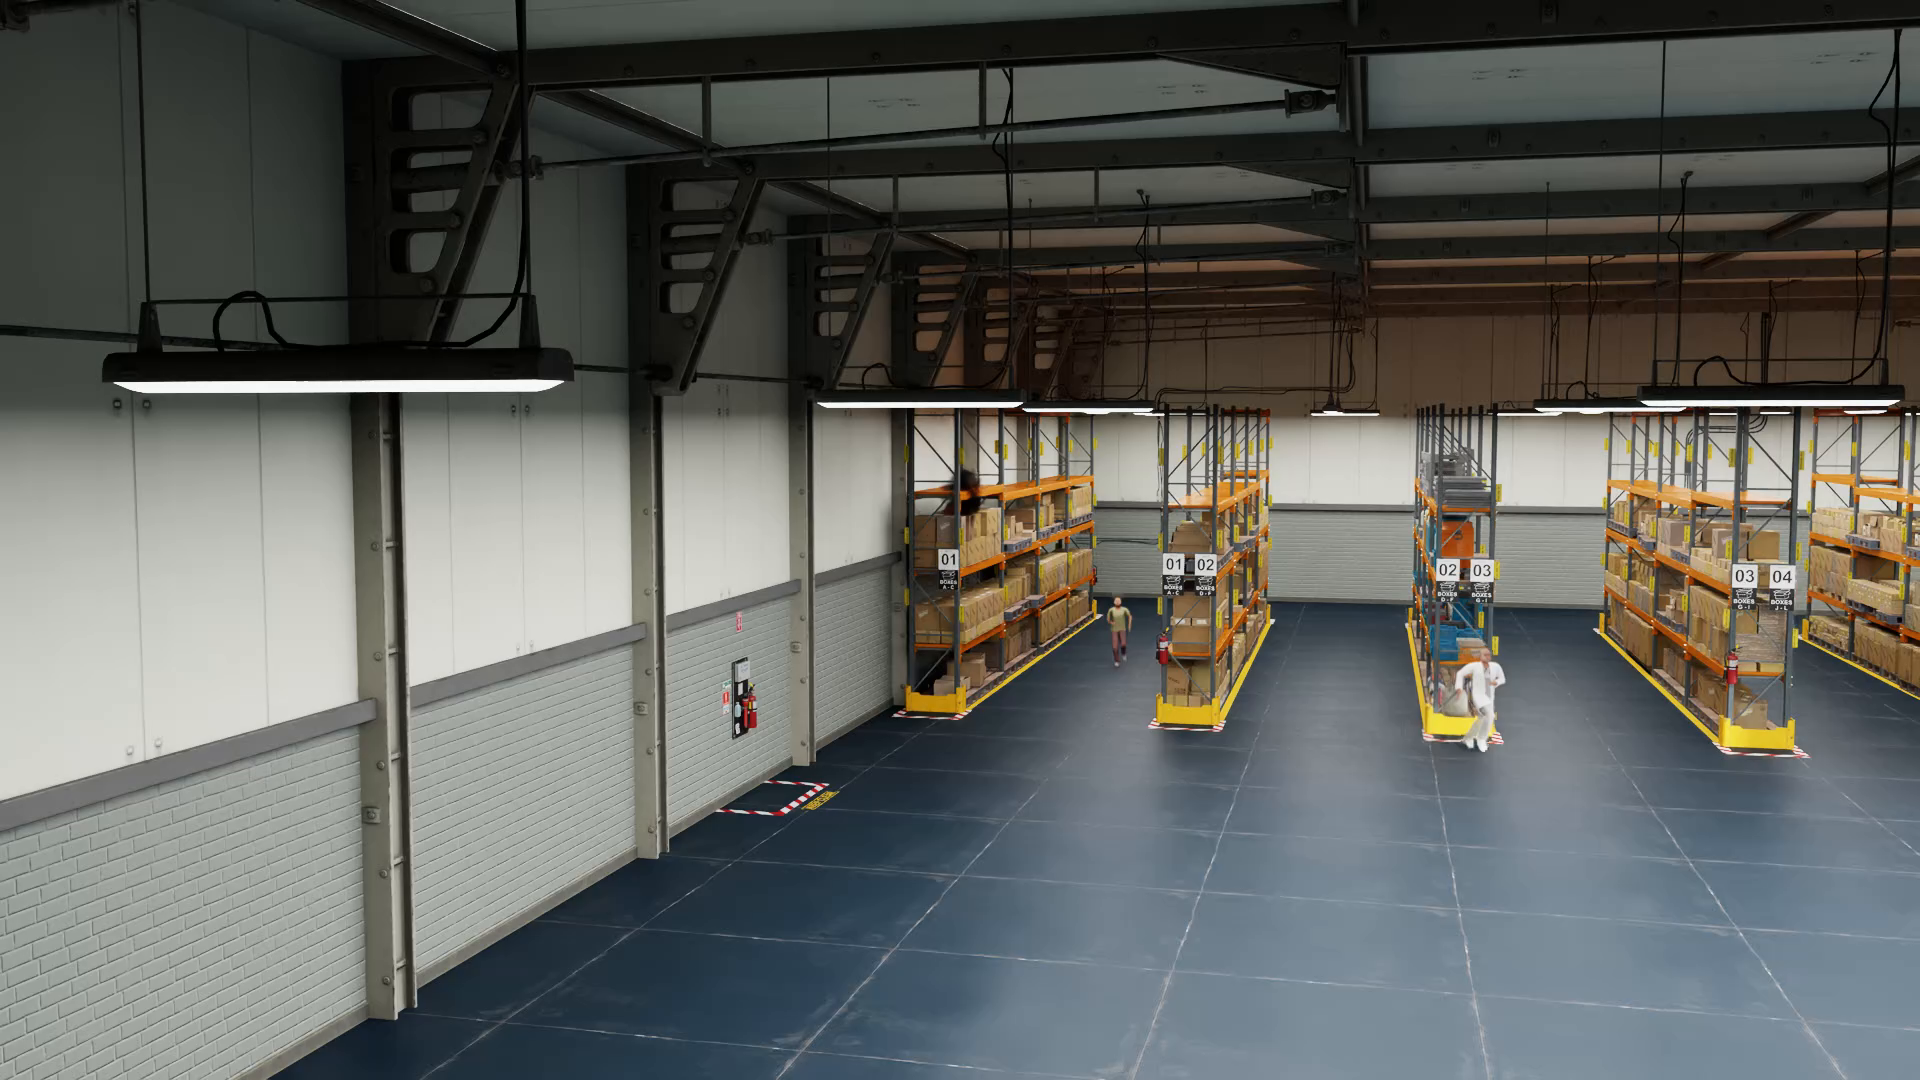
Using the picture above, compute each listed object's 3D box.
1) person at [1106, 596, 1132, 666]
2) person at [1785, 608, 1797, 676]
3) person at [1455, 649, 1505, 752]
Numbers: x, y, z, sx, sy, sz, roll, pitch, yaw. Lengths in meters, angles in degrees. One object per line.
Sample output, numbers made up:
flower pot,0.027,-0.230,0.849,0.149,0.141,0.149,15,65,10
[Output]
person,3.684,2.116,38.501,0.589,1.633,0.562,0,4,5
person,18.522,2.113,37.449,0.608,1.809,0.909,1,4,11
person,9.030,2.751,28.763,0.740,1.758,0.706,-2,5,-23
